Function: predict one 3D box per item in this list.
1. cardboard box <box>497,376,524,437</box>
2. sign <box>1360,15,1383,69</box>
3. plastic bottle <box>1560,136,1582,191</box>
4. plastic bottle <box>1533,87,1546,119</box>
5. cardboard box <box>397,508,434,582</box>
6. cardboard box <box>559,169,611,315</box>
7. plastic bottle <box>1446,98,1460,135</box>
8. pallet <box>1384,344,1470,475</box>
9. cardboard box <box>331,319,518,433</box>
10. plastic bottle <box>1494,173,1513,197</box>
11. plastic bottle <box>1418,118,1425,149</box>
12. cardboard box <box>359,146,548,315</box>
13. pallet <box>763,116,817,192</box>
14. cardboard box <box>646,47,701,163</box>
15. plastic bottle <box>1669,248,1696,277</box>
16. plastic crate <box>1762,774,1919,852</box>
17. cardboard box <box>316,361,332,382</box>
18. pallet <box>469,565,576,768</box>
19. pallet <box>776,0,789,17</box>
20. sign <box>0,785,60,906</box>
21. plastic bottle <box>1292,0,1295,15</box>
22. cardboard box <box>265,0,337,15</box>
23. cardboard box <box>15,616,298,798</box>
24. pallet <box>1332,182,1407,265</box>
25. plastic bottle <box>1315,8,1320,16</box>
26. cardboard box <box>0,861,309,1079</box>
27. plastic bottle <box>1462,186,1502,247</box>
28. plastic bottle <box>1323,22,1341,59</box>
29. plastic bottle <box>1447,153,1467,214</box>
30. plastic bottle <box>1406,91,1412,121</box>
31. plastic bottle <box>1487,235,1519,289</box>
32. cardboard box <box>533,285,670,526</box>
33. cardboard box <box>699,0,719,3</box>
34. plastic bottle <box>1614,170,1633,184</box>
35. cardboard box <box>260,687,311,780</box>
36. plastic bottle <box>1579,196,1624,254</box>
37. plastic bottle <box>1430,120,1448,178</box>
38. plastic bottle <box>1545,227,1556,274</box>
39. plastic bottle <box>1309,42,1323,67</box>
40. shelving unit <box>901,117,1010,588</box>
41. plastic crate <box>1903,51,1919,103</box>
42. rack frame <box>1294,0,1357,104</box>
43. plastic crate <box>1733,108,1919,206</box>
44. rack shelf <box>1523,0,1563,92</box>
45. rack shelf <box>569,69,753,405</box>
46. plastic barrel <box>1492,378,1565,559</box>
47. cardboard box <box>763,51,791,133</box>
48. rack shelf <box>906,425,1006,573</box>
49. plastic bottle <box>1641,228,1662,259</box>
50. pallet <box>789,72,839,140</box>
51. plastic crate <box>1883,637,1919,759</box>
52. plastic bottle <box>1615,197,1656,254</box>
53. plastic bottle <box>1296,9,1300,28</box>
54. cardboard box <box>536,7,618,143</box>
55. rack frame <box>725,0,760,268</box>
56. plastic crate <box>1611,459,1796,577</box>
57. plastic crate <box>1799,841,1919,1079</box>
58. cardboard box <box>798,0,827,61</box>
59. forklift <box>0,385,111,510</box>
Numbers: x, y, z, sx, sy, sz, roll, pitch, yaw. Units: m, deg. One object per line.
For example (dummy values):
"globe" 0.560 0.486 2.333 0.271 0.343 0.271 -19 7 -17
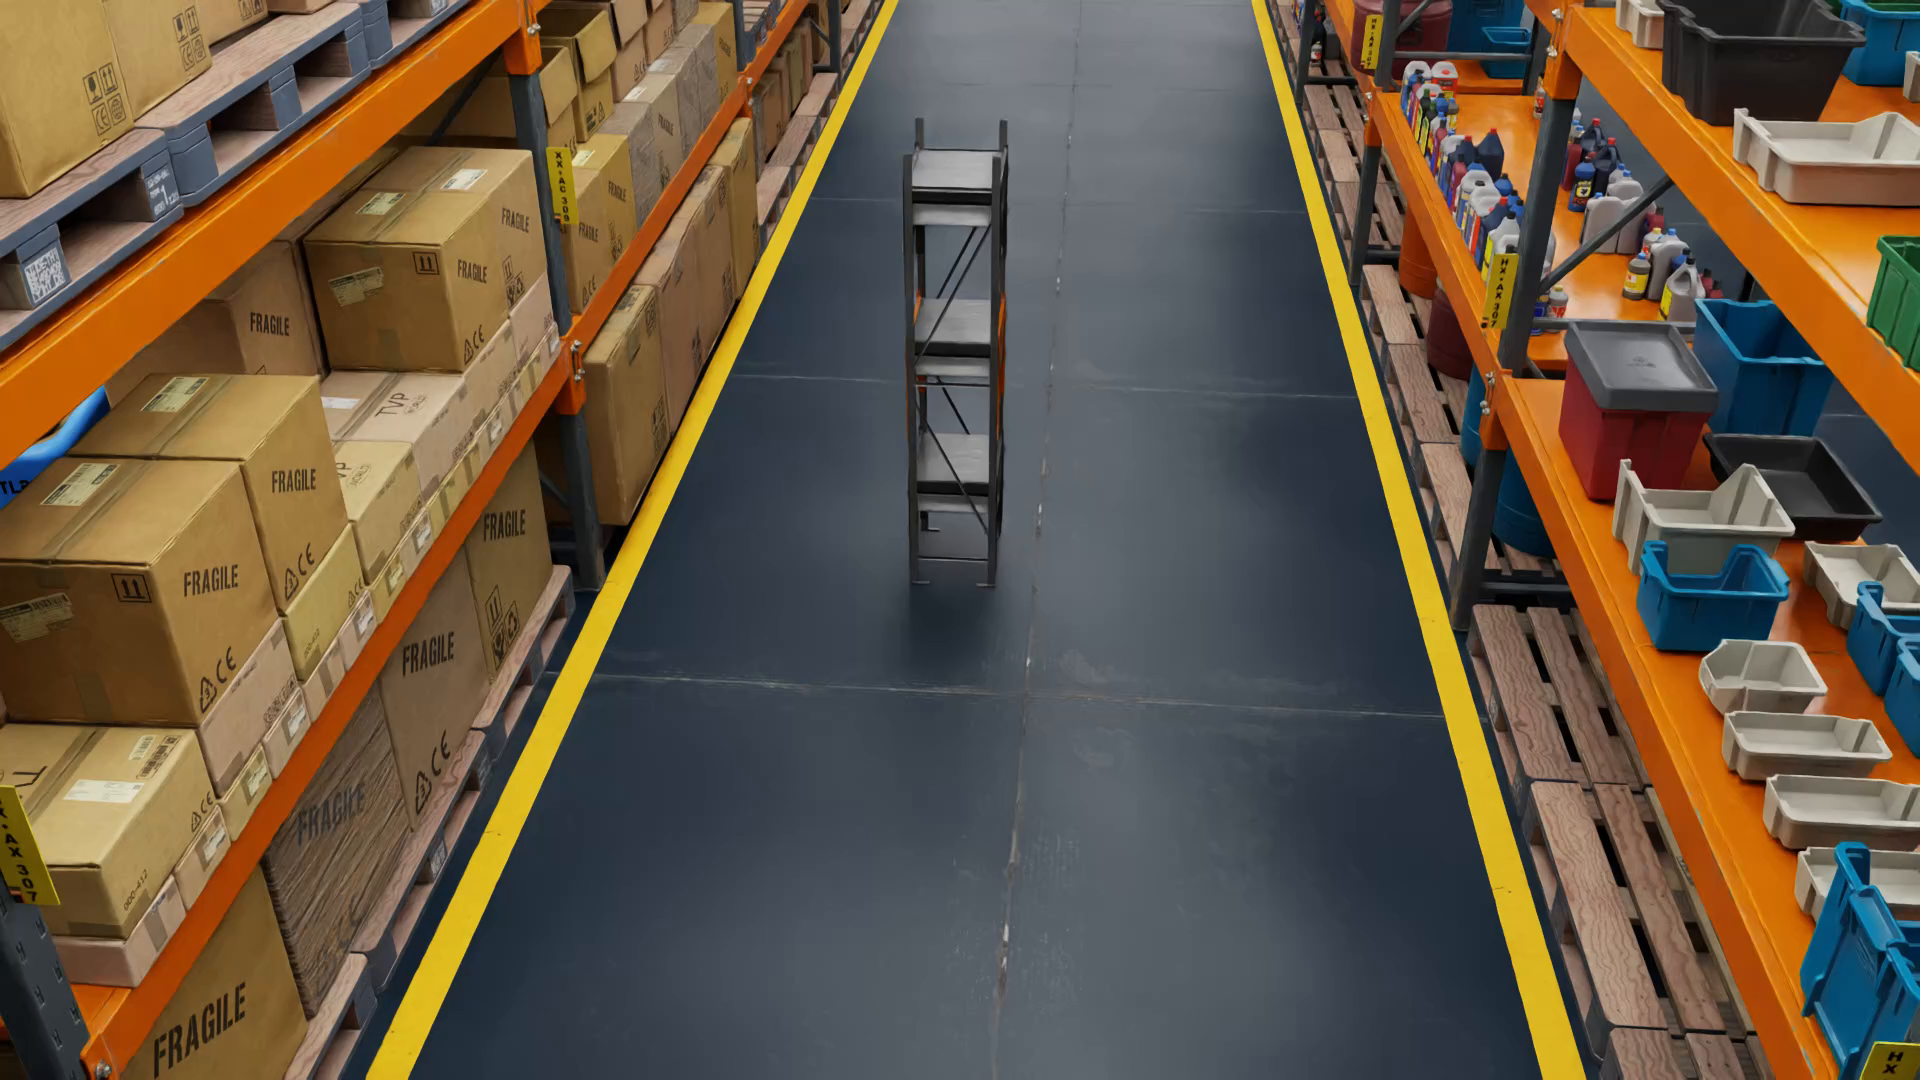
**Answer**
"cardboard box" -1.932 -0.531 6.491 0.380 0.149 0.250 2 32 3
"sign" 2.521 -3.049 10.183 0.100 0.325 0.005 2 32 4
"plastic bottle" 3.211 -1.992 8.735 0.061 0.283 0.133 2 32 4
"plastic bottle" 3.435 -2.586 9.776 0.097 0.201 0.097 0 32 0
"cardboard box" -2.016 0.006 5.621 0.380 0.149 0.250 3 32 5
"cardboard box" -1.905 -1.352 7.490 0.500 0.500 0.500 3 32 4
"plastic bottle" 2.801 -2.425 9.516 0.097 0.201 0.097 0 32 0
"pallet" 2.946 -0.722 9.221 1.003 0.211 1.213 2 32 4
"cardboard box" -2.006 -0.630 6.272 0.500 0.250 0.500 3 32 5
"plastic bottle" 2.681 -1.684 8.246 0.097 0.271 0.097 0 32 0
"plastic bottle" 2.628 -2.292 9.299 0.097 0.201 0.097 0 32 0
"cardboard box" -1.963 -1.210 6.499 0.500 0.500 0.500 3 32 5
"pallet" -1.699 -3.029 12.964 1.003 0.211 1.213 2 32 4
"cardboard box" -1.745 -2.413 9.211 0.500 0.500 0.500 1 32 2
"plastic bottle" 3.210 -1.169 7.410 0.097 0.271 0.097 0 32 0
"plastic crate" 2.343 0.725 4.409 0.396 0.136 0.243 2 32 4
"cardboard box" -2.537 -0.648 6.302 0.500 0.250 0.500 2 32 4
"pallet" -2.332 0.502 7.235 1.003 0.211 1.213 2 32 4
"pallet" -1.746 -4.127 12.270 1.003 0.211 1.213 2 32 4
"sign" -1.965 0.636 3.458 0.100 0.325 0.005 2 32 4
"plastic bottle" 3.255 -5.150 15.996 0.097 0.201 0.097 0 32 0
"cardboard box" -2.244 -1.928 5.069 0.700 0.500 0.500 4 32 6
"cardboard box" -2.174 0.438 4.540 0.500 0.250 0.500 2 32 3
"pallet" 3.172 -2.176 11.580 1.003 0.211 1.213 2 32 4
"plastic bottle" 3.203 -4.729 15.170 0.144 0.351 0.185 2 32 4
"cardboard box" -2.545 1.400 4.745 0.875 0.875 0.875 2 32 4
"plastic bottle" 2.536 -1.560 8.041 0.152 0.276 0.135 2 32 4
"plastic bottle" 3.305 -4.454 14.724 0.144 0.351 0.185 2 32 4
"plastic bottle" 2.528 -1.808 8.435 0.061 0.283 0.133 2 32 4
"plastic bottle" 2.668 -2.552 9.722 0.097 0.201 0.097 0 32 0
"plastic bottle" 2.484 -1.226 7.499 0.152 0.276 0.135 2 32 4
"cardboard box" -2.160 -0.689 8.135 1.225 0.875 0.875 3 32 4
"cardboard box" -1.862 -3.677 10.862 0.500 0.500 0.500 -1 32 -2
"plastic bottle" 3.293 -1.704 8.279 0.097 0.271 0.097 0 32 0
"cardboard box" -2.100 0.543 4.750 0.380 0.149 0.250 2 32 3
"plastic bottle" 3.086 -1.532 7.995 0.152 0.276 0.135 2 32 4
"plastic bottle" 2.573 -2.095 8.902 0.061 0.283 0.133 2 32 4
"plastic bottle" 2.637 -1.336 7.605 0.144 0.351 0.185 2 32 4
"plastic bottle" 3.115 -4.250 14.536 0.097 0.201 0.097 0 32 0
"shelving unit" -0.013 -0.807 7.559 0.431 2.100 0.503 2 32 4
"plastic crate" 3.020 -1.352 4.976 0.293 0.136 0.466 2 32 4
"rack frame" 3.396 -5.051 13.588 1.000 3.000 0.127 2 32 4
"plastic crate" 2.340 -1.032 4.458 0.437 0.136 0.530 2 32 4
"rack shelf" 2.907 -2.885 7.898 1.077 0.370 4.000 2 32 4
"rack shelf" -2.029 -1.819 9.029 1.077 0.370 4.000 2 32 4
"plastic barrel" 2.806 -0.437 7.700 0.600 0.901 0.708 2 32 4
"cardboard box" -1.715 -3.525 13.074 0.700 0.500 0.500 0 32 0
"rack shelf" -0.013 -0.200 7.933 0.431 0.518 0.480 2 32 4
"plastic bottle" 3.244 -1.362 7.790 0.097 0.201 0.097 0 32 0
"pallet" -1.603 -3.669 14.002 1.003 0.211 1.213 2 32 4
"plastic crate" 2.874 0.466 4.738 0.416 0.233 0.300 2 32 4
"plastic bottle" 3.237 -1.525 7.984 0.152 0.276 0.135 2 32 4
"plastic bottle" 3.219 -4.921 15.624 0.097 0.201 0.097 0 32 0
"cardboard box" -2.081 -2.242 7.978 0.797 0.503 0.637 3 32 5
"rack frame" -1.866 -3.171 10.537 1.000 3.000 0.127 2 32 4
"plastic crate" 2.437 -0.053 5.532 0.437 0.282 0.530 2 32 4
"plastic crate" 2.260 1.000 3.678 0.616 0.435 0.499 2 32 4
"cardboard box" -1.468 -4.585 14.813 0.500 0.500 0.500 2 32 2
"forklift" -5.237 -0.855 6.843 3.031 2.935 1.130 -4 32 -7
